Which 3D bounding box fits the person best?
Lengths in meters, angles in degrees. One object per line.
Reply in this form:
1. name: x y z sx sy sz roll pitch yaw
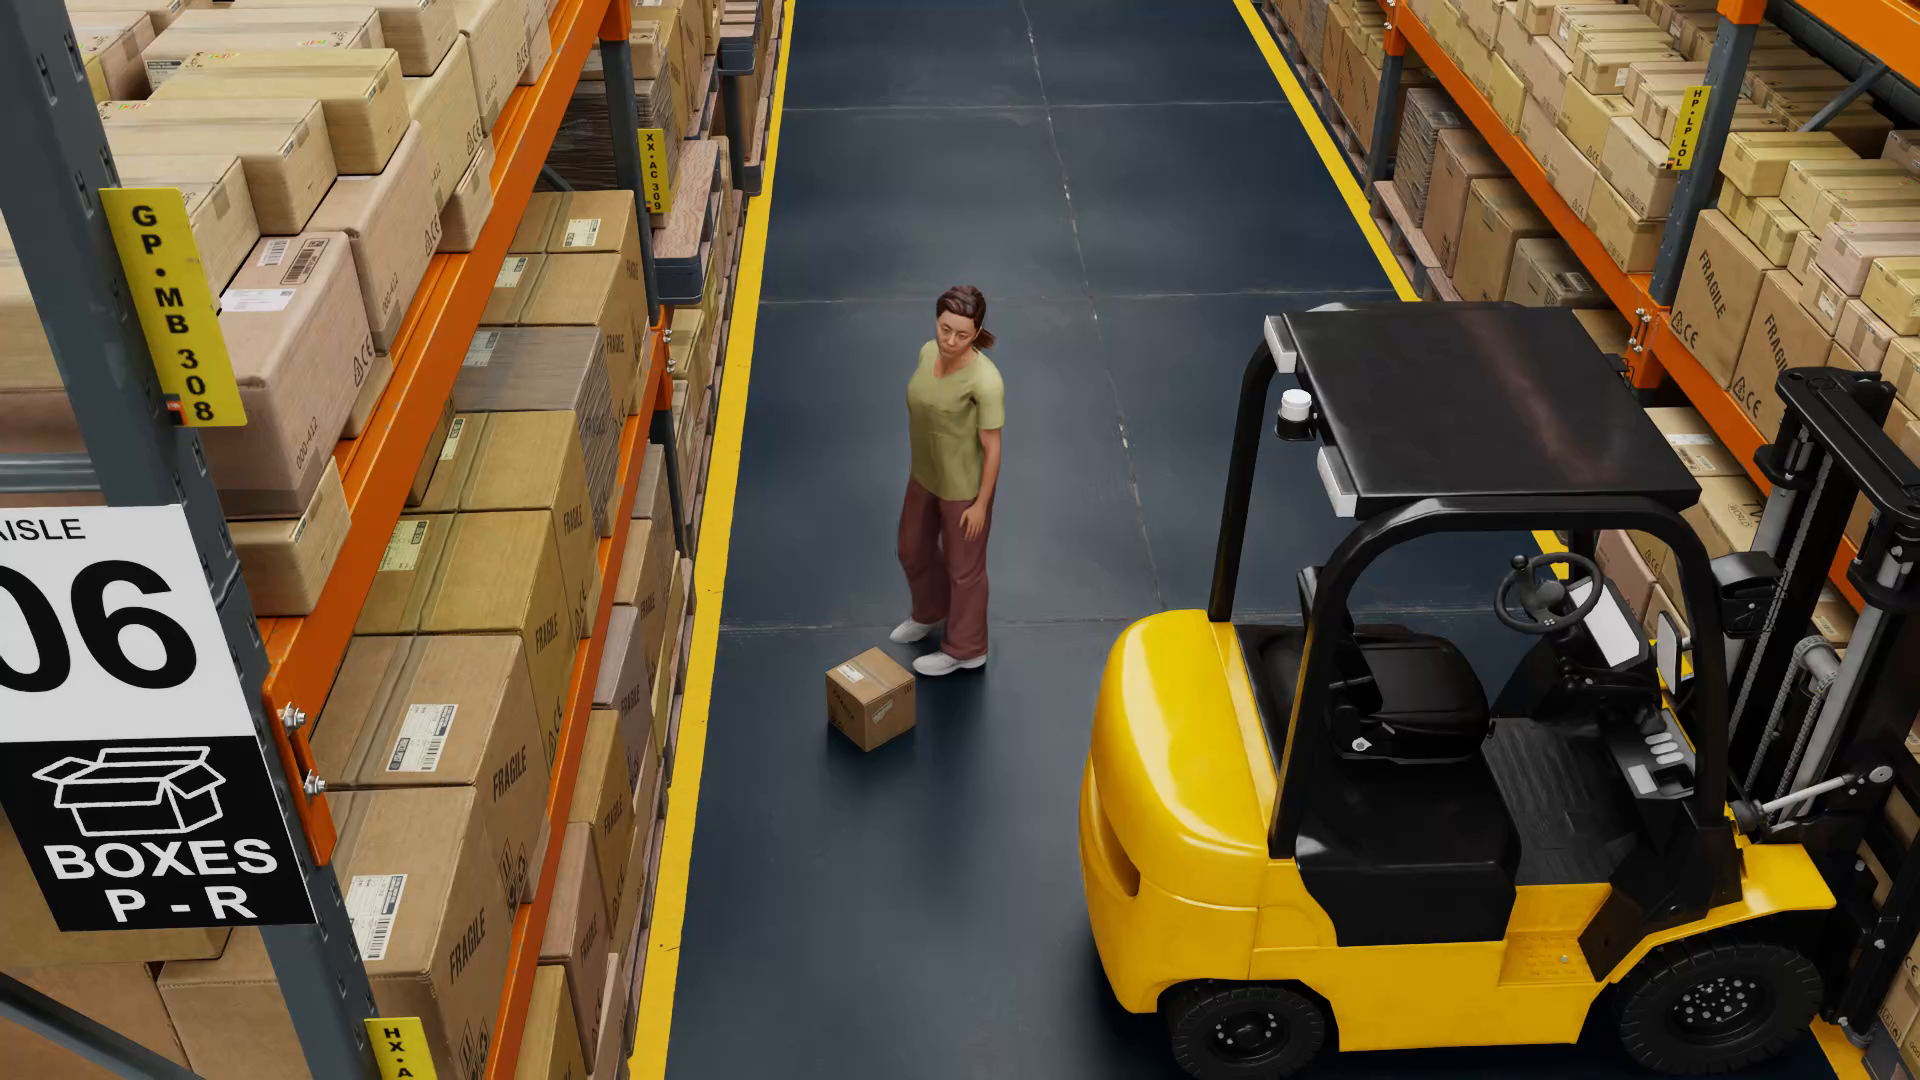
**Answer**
1. person: -0.051 -0.204 6.438 0.396 1.705 0.514 -25 42 -31
